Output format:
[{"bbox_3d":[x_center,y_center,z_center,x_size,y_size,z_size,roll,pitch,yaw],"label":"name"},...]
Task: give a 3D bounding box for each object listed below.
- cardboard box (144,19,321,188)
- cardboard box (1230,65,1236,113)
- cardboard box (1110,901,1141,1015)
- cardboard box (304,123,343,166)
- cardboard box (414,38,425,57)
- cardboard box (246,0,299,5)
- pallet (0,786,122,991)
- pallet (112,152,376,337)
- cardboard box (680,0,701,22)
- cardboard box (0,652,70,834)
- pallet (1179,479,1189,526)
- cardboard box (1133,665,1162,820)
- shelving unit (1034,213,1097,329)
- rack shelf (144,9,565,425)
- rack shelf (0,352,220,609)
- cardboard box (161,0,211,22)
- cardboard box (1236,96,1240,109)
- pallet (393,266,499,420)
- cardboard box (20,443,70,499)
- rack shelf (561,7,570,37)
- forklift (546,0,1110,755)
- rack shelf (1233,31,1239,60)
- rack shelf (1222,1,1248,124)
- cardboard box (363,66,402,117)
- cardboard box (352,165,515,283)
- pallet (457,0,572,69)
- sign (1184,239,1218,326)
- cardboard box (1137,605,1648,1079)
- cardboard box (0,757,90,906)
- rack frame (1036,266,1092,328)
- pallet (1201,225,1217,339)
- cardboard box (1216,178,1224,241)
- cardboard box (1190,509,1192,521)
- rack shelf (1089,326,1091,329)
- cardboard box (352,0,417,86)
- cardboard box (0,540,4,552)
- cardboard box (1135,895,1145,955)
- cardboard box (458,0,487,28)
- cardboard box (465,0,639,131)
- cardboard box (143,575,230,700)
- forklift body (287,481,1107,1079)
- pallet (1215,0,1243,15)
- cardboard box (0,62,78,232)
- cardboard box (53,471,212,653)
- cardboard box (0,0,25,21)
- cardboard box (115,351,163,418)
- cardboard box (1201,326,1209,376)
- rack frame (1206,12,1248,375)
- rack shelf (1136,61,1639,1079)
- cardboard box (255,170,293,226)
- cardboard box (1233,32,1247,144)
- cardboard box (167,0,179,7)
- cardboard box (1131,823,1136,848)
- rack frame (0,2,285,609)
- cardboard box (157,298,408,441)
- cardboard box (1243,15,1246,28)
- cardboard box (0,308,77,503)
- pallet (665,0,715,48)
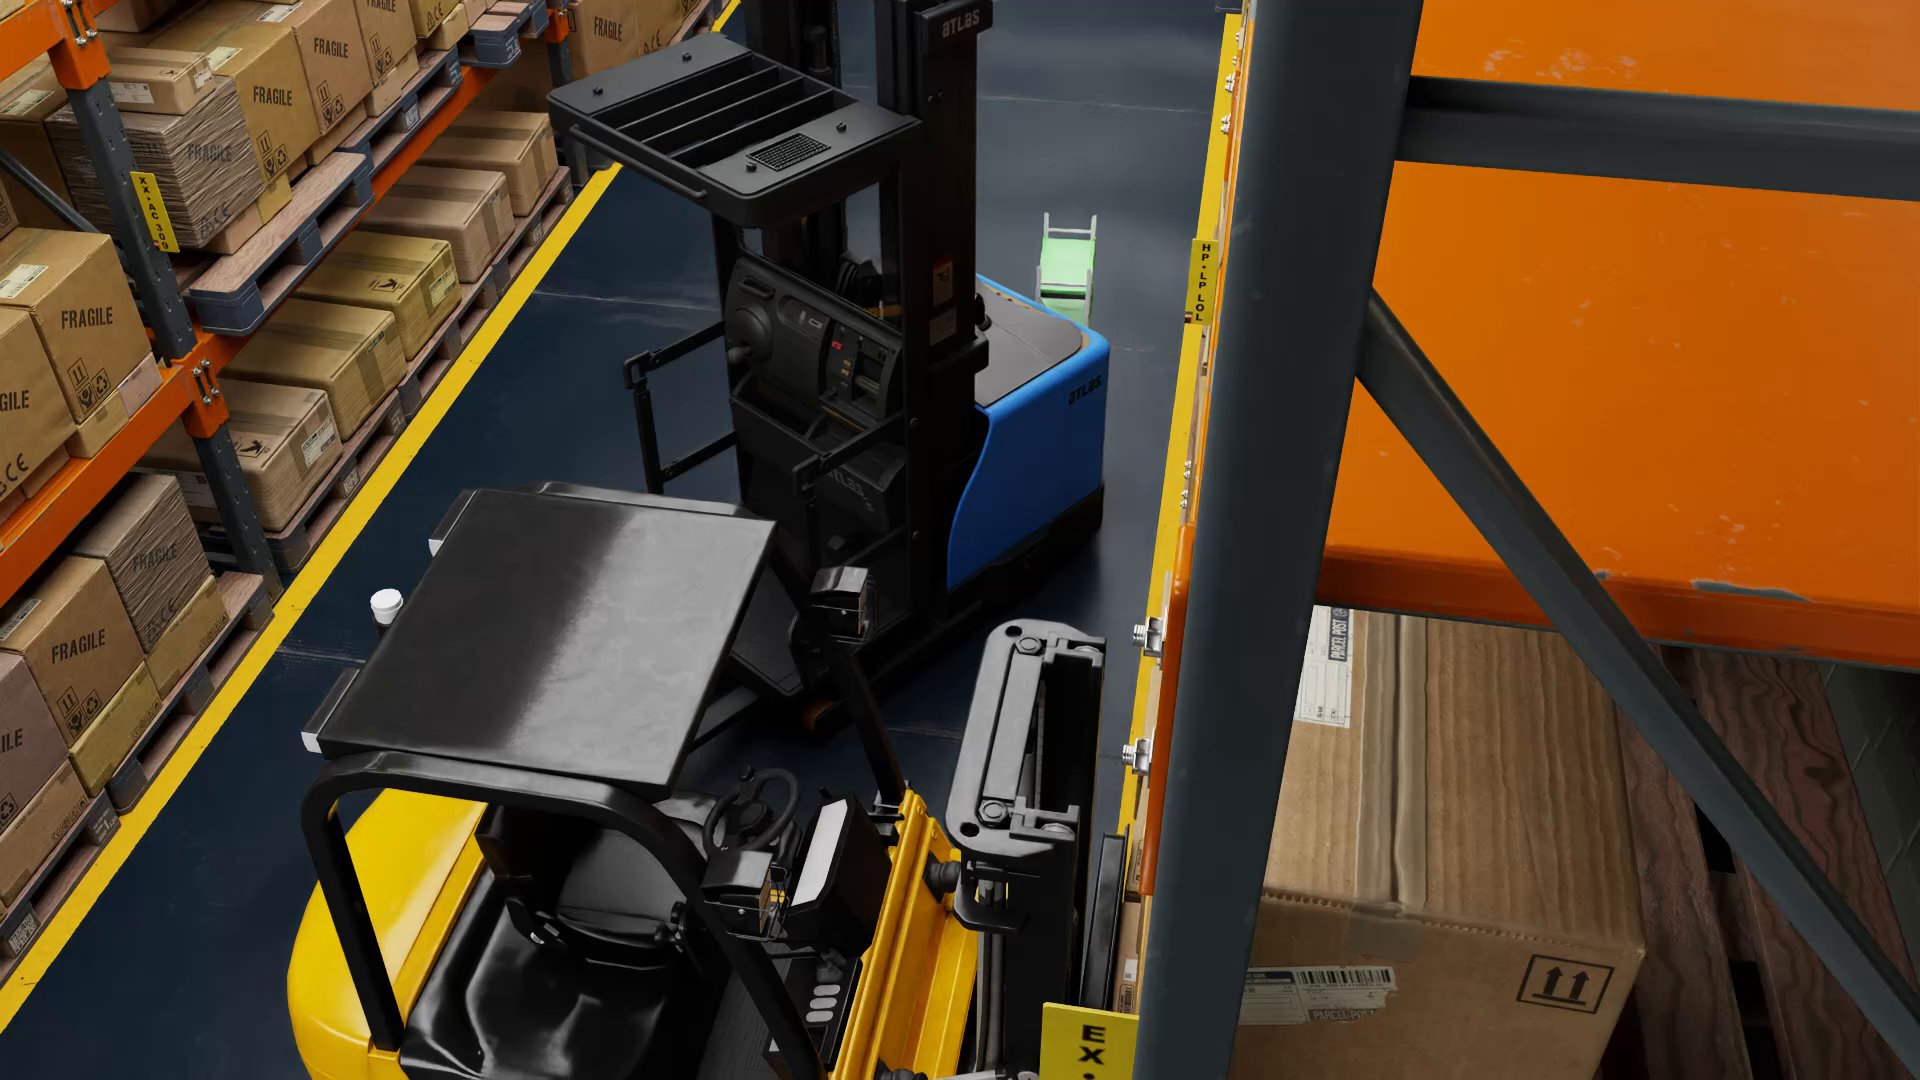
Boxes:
[{"bbox_3d":[-3.086,-1.832,6.970,0.500,0.500,0.500,7,40,8],"label":"cardboard box"},{"bbox_3d":[1.356,-1.902,7.109,0.380,0.149,0.250,5,40,6],"label":"cardboard box"},{"bbox_3d":[0.690,1.348,4.809,0.500,0.250,0.500,6,40,7],"label":"cardboard box"},{"bbox_3d":[-3.017,-1.816,7.460,0.380,0.149,0.250,7,40,8],"label":"cardboard box"},{"bbox_3d":[-2.896,-2.469,8.250,0.380,0.149,0.250,7,40,8],"label":"cardboard box"},{"bbox_3d":[-3.019,-2.454,7.214,0.380,0.149,0.250,9,40,10],"label":"cardboard box"},{"bbox_3d":[-3.825,1.328,5.978,1.003,0.211,1.213,6,40,8],"label":"pallet"},{"bbox_3d":[-3.260,-1.330,7.155,1.003,0.211,1.213,6,40,8],"label":"pallet"},{"bbox_3d":[-2.328,-4.338,11.981,0.875,0.875,0.875,7,40,9],"label":"cardboard box"},{"bbox_3d":[-3.547,0.710,5.778,0.500,0.500,0.500,8,40,10],"label":"cardboard box"},{"bbox_3d":[1.443,0.213,7.327,1.003,0.211,1.213,6,40,8],"label":"pallet"},{"bbox_3d":[0.863,0.706,5.585,0.500,0.250,0.500,6,40,8],"label":"cardboard box"},{"bbox_3d":[0.485,-0.886,7.880,0.258,1.200,0.503,4,40,5],"label":"shelving unit"},{"bbox_3d":[-3.189,-1.918,8.280,1.077,0.370,4.000,6,40,8],"label":"rack shelf"},{"bbox_3d":[-3.881,0.592,5.244,1.077,0.370,4.000,6,40,8],"label":"rack shelf"},{"bbox_3d":[-3.502,-2.205,7.421,0.500,0.500,0.500,8,40,9],"label":"cardboard box"},{"bbox_3d":[0.798,-0.802,3.709,0.396,0.266,0.258,6,40,7],"label":"cardboard box"},{"bbox_3d":[-3.193,-1.122,8.941,1.003,0.211,1.213,6,40,8],"label":"pallet"},{"bbox_3d":[-3.449,-0.295,5.950,0.380,0.149,0.250,7,40,8],"label":"cardboard box"},{"bbox_3d":[-2.497,-4.428,11.317,1.077,0.370,4.000,6,40,8],"label":"rack shelf"},{"bbox_3d":[-0.725,-0.700,6.297,1.130,2.935,3.031,32,49,32],"label":"forklift"},{"bbox_3d":[2.392,-3.883,10.657,1.077,0.370,4.000,6,40,8],"label":"rack shelf"},{"bbox_3d":[1.700,-2.529,6.665,1.077,0.370,4.000,6,40,8],"label":"rack shelf"},{"bbox_3d":[-2.875,-2.132,7.842,0.380,0.149,0.250,8,40,9],"label":"cardboard box"},{"bbox_3d":[-3.070,-1.782,9.284,0.950,0.372,0.625,6,40,7],"label":"cardboard box"},{"bbox_3d":[-2.861,-2.917,9.075,1.213,0.211,1.003,6,40,8],"label":"pallet"},{"bbox_3d":[0.818,-0.864,5.595,0.100,0.325,0.005,6,40,8],"label":"sign"},{"bbox_3d":[0.499,0.416,2.053,0.500,0.500,0.500,8,40,9],"label":"cardboard box"},{"bbox_3d":[-3.548,1.012,6.000,0.500,0.250,0.500,7,40,8],"label":"cardboard box"},{"bbox_3d":[0.459,-0.731,7.693,0.240,1.200,0.015,4,40,5],"label":"rack frame"},{"bbox_3d":[1.865,-1.318,9.179,1.003,0.211,1.213,6,40,8],"label":"pallet"},{"bbox_3d":[1.269,-1.190,6.560,0.500,0.250,0.500,5,40,7],"label":"cardboard box"},{"bbox_3d":[0.863,-0.037,4.853,0.380,0.149,0.250,7,40,9],"label":"cardboard box"},{"bbox_3d":[0.485,-0.836,7.920,0.258,0.148,0.480,4,40,5],"label":"rack shelf"},{"bbox_3d":[-2.908,-2.464,7.735,0.500,0.500,0.500,5,40,6],"label":"cardboard box"},{"bbox_3d":[-3.463,0.030,5.557,0.380,0.149,0.250,6,40,7],"label":"cardboard box"},{"bbox_3d":[0.752,0.776,4.379,0.500,0.500,0.500,7,40,8],"label":"cardboard box"},{"bbox_3d":[-2.694,-2.787,8.635,0.380,0.149,0.250,5,40,6],"label":"cardboard box"},{"bbox_3d":[-2.642,-3.218,10.626,0.875,0.875,0.875,6,40,7],"label":"cardboard box"},{"bbox_3d":[-3.373,0.359,6.791,0.500,0.250,0.500,8,40,10],"label":"cardboard box"},{"bbox_3d":[-0.807,1.051,4.791,2.313,2.155,1.214,6,40,8],"label":"forklift body"},{"bbox_3d":[2.095,-3.265,9.495,1.213,0.211,1.003,6,40,8],"label":"pallet"},{"bbox_3d":[-3.681,-1.570,6.654,0.500,0.500,0.500,6,40,7],"label":"cardboard box"},{"bbox_3d":[-3.373,0.070,6.551,0.500,0.500,0.500,6,40,7],"label":"cardboard box"},{"bbox_3d":[-3.289,-1.767,5.377,0.380,0.149,0.250,7,40,8],"label":"cardboard box"},{"bbox_3d":[-3.291,-0.608,6.328,0.380,0.149,0.250,6,40,7],"label":"cardboard box"},{"bbox_3d":[1.184,-0.682,6.339,0.500,0.250,0.500,7,40,9],"label":"cardboard box"},{"bbox_3d":[1.354,-0.395,5.874,1.000,3.000,0.127,6,40,8],"label":"rack frame"},{"bbox_3d":[1.008,-0.019,3.629,1.077,0.370,4.000,6,40,8],"label":"rack shelf"},{"bbox_3d":[-3.077,-1.473,7.045,0.380,0.149,0.250,7,40,9],"label":"cardboard box"},{"bbox_3d":[0.970,-1.222,4.182,0.500,0.311,0.500,7,40,9],"label":"cardboard box"},{"bbox_3d":[-3.547,-2.428,7.182,0.380,0.149,0.250,5,40,6],"label":"cardboard box"},{"bbox_3d":[0.783,1.210,5.368,0.500,0.250,0.500,6,40,7],"label":"cardboard box"},{"bbox_3d":[-3.535,-0.940,6.533,1.000,3.000,0.127,6,40,8],"label":"rack frame"},{"bbox_3d":[-3.326,-0.870,8.181,0.950,0.372,0.625,9,40,10],"label":"cardboard box"},{"bbox_3d":[1.641,-2.475,8.114,0.500,0.250,0.500,8,40,9],"label":"cardboard box"},{"bbox_3d":[-3.450,-0.463,5.644,0.500,0.500,0.500,8,40,9],"label":"cardboard box"},{"bbox_3d":[-2.419,-3.625,11.969,1.003,0.211,1.213,6,40,8],"label":"pallet"}]
